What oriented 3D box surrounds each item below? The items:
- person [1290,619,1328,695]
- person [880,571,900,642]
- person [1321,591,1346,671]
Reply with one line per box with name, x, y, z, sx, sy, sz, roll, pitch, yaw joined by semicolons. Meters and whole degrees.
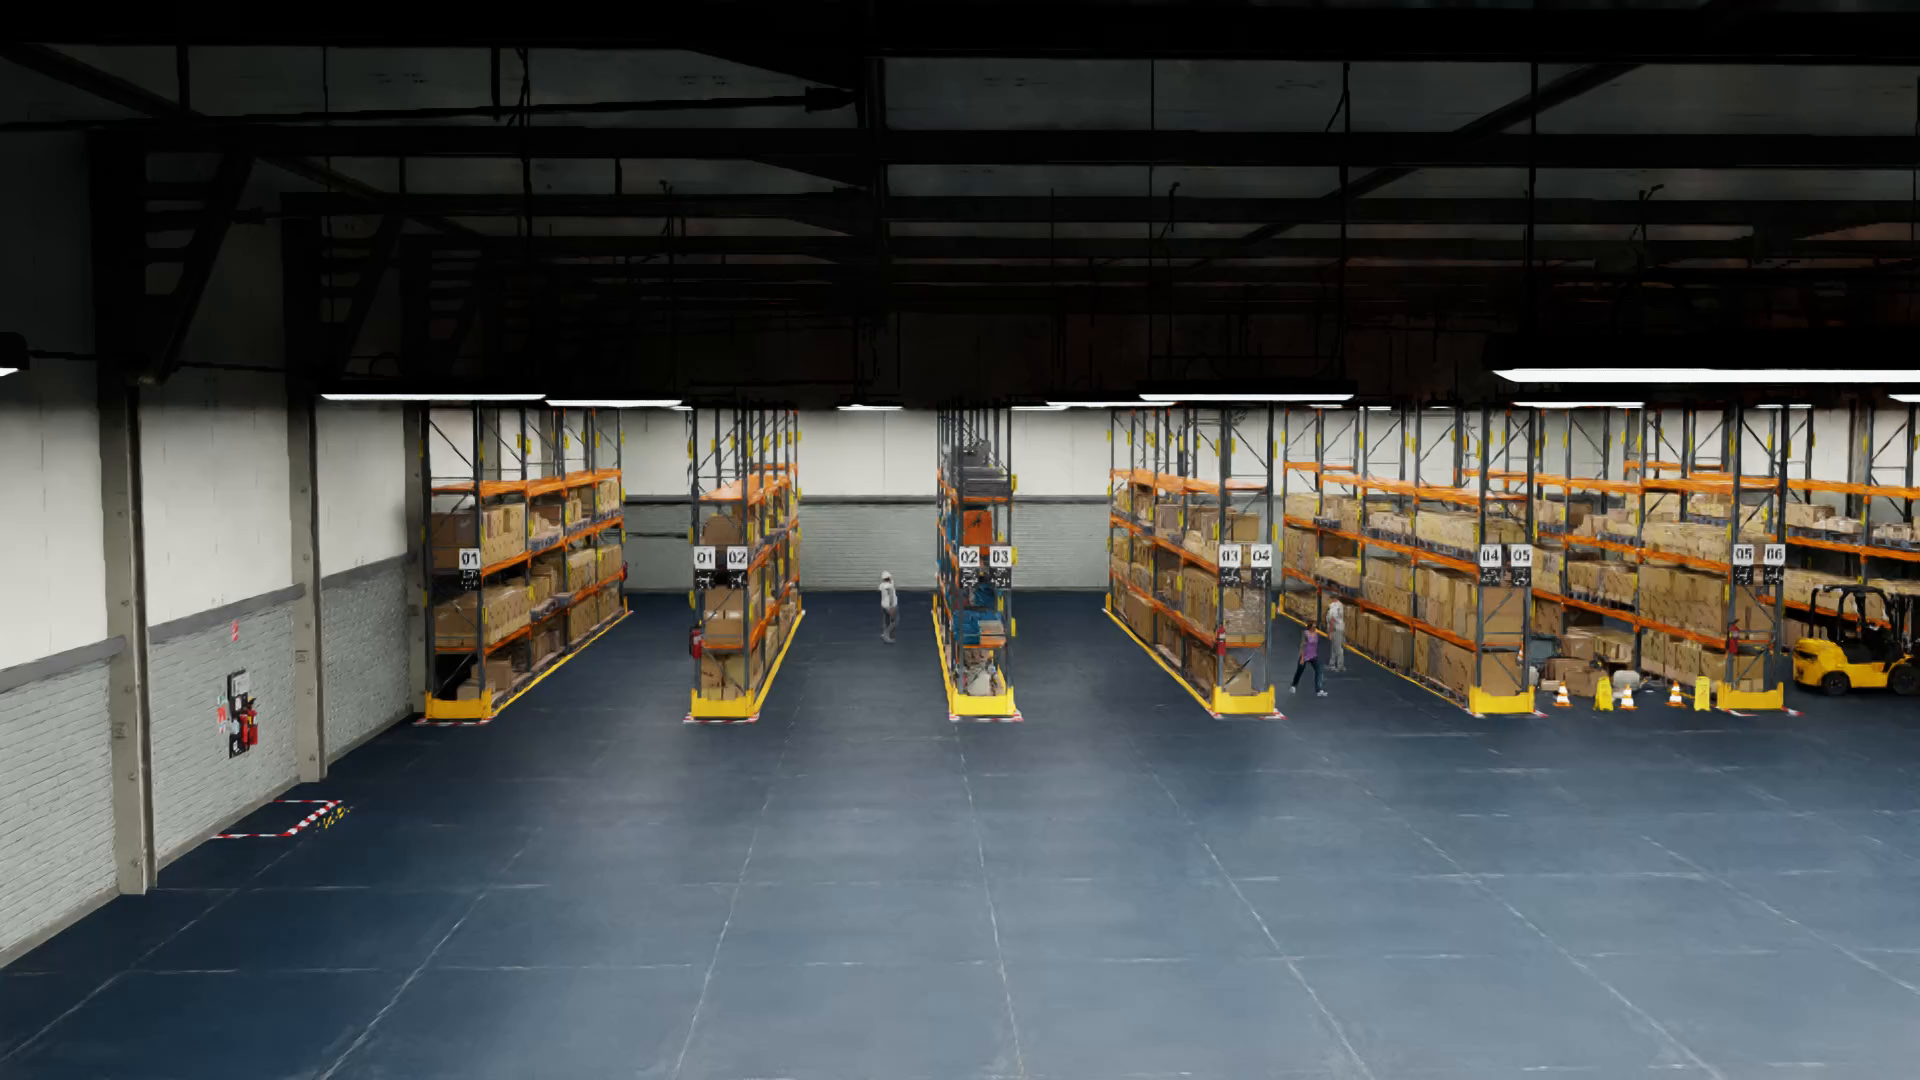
person;7.032;2.357;33.591;0.452;1.536;0.881;-2;5;-25
person;-1.786;1.654;41.281;0.445;1.760;0.576;-3;5;-32
person;8.262;1.997;36.758;0.580;1.746;0.654;2;5;25
